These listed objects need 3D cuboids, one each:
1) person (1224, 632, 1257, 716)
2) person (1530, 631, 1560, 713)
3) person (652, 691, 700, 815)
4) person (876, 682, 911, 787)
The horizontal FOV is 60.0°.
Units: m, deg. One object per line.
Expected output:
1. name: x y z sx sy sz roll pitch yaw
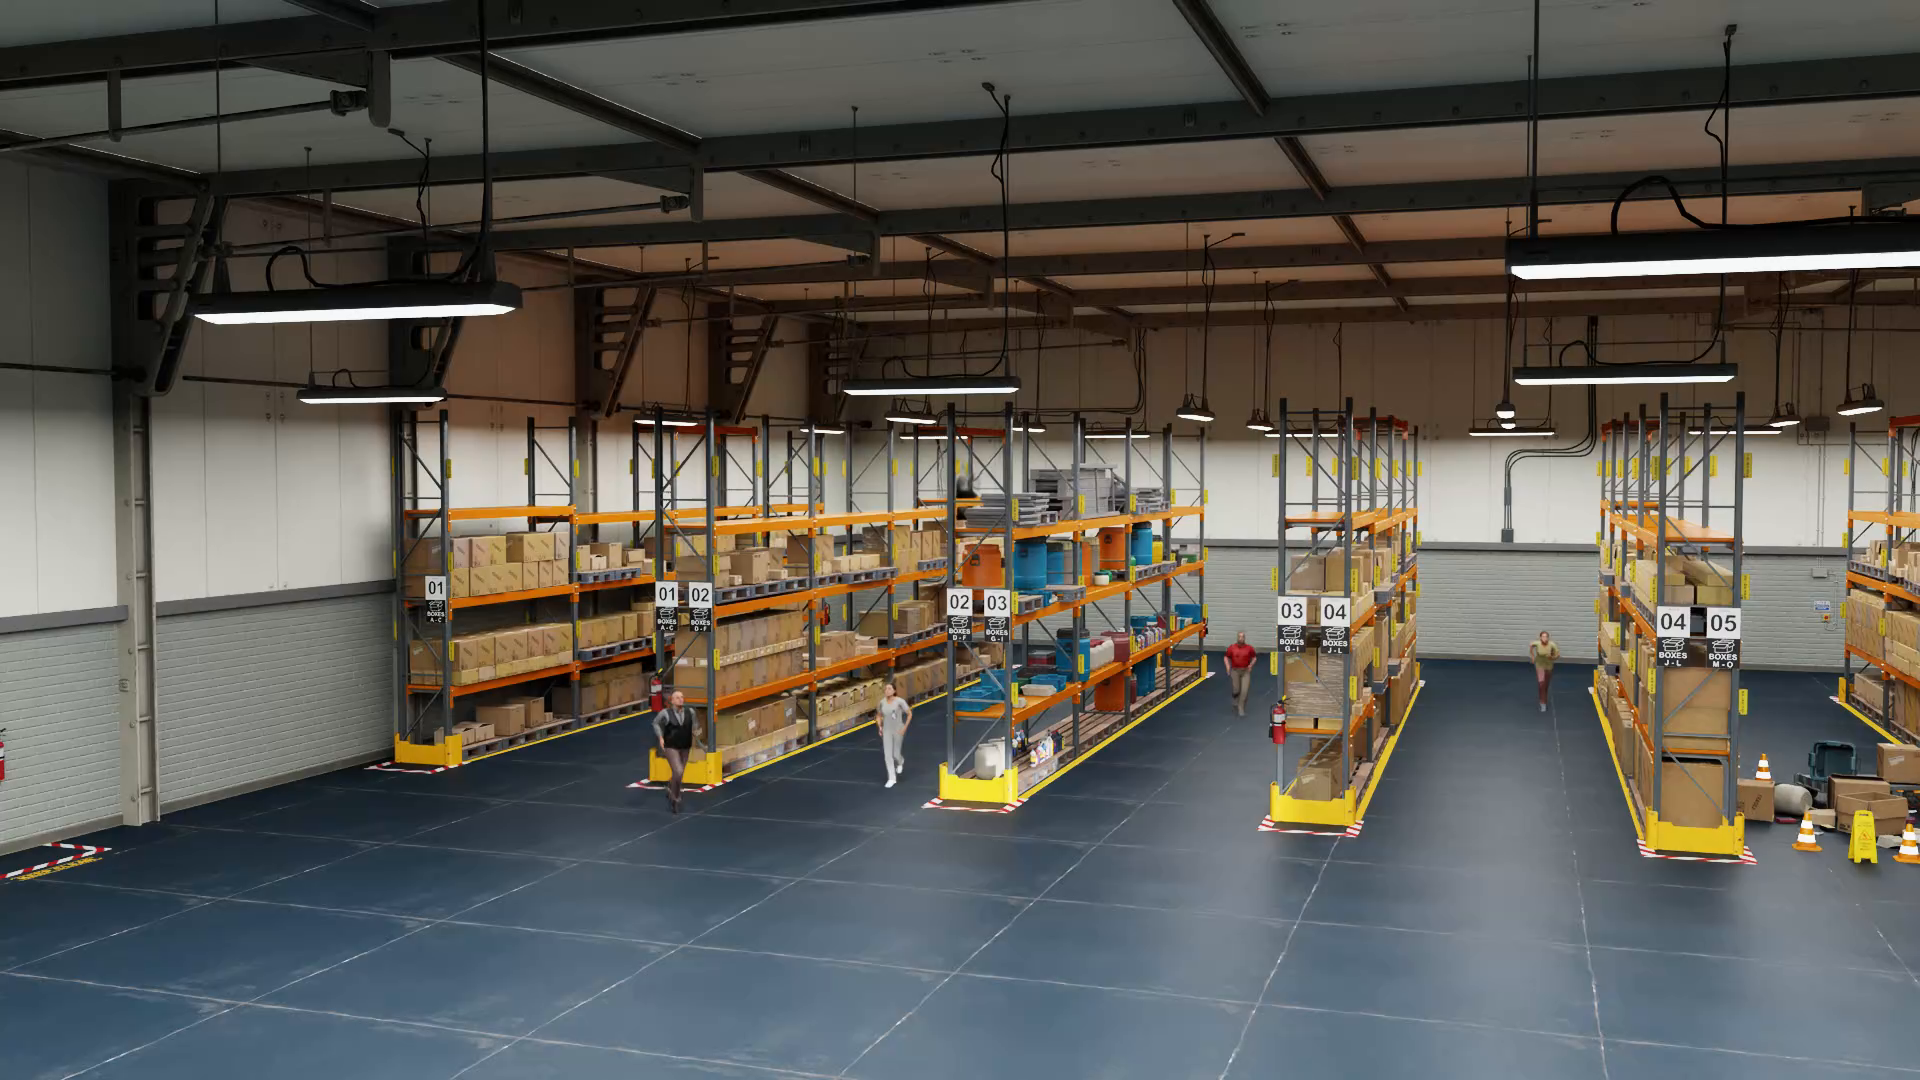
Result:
1. person: 5.716 2.717 33.861 0.664 1.684 0.602 0 2 5
2. person: 12.154 2.705 34.587 0.578 1.675 0.986 1 3 12
3. person: -4.135 3.095 24.409 0.651 1.778 0.788 -2 3 -36
4. person: -1.038 3.060 26.375 0.572 1.651 0.638 1 3 15
